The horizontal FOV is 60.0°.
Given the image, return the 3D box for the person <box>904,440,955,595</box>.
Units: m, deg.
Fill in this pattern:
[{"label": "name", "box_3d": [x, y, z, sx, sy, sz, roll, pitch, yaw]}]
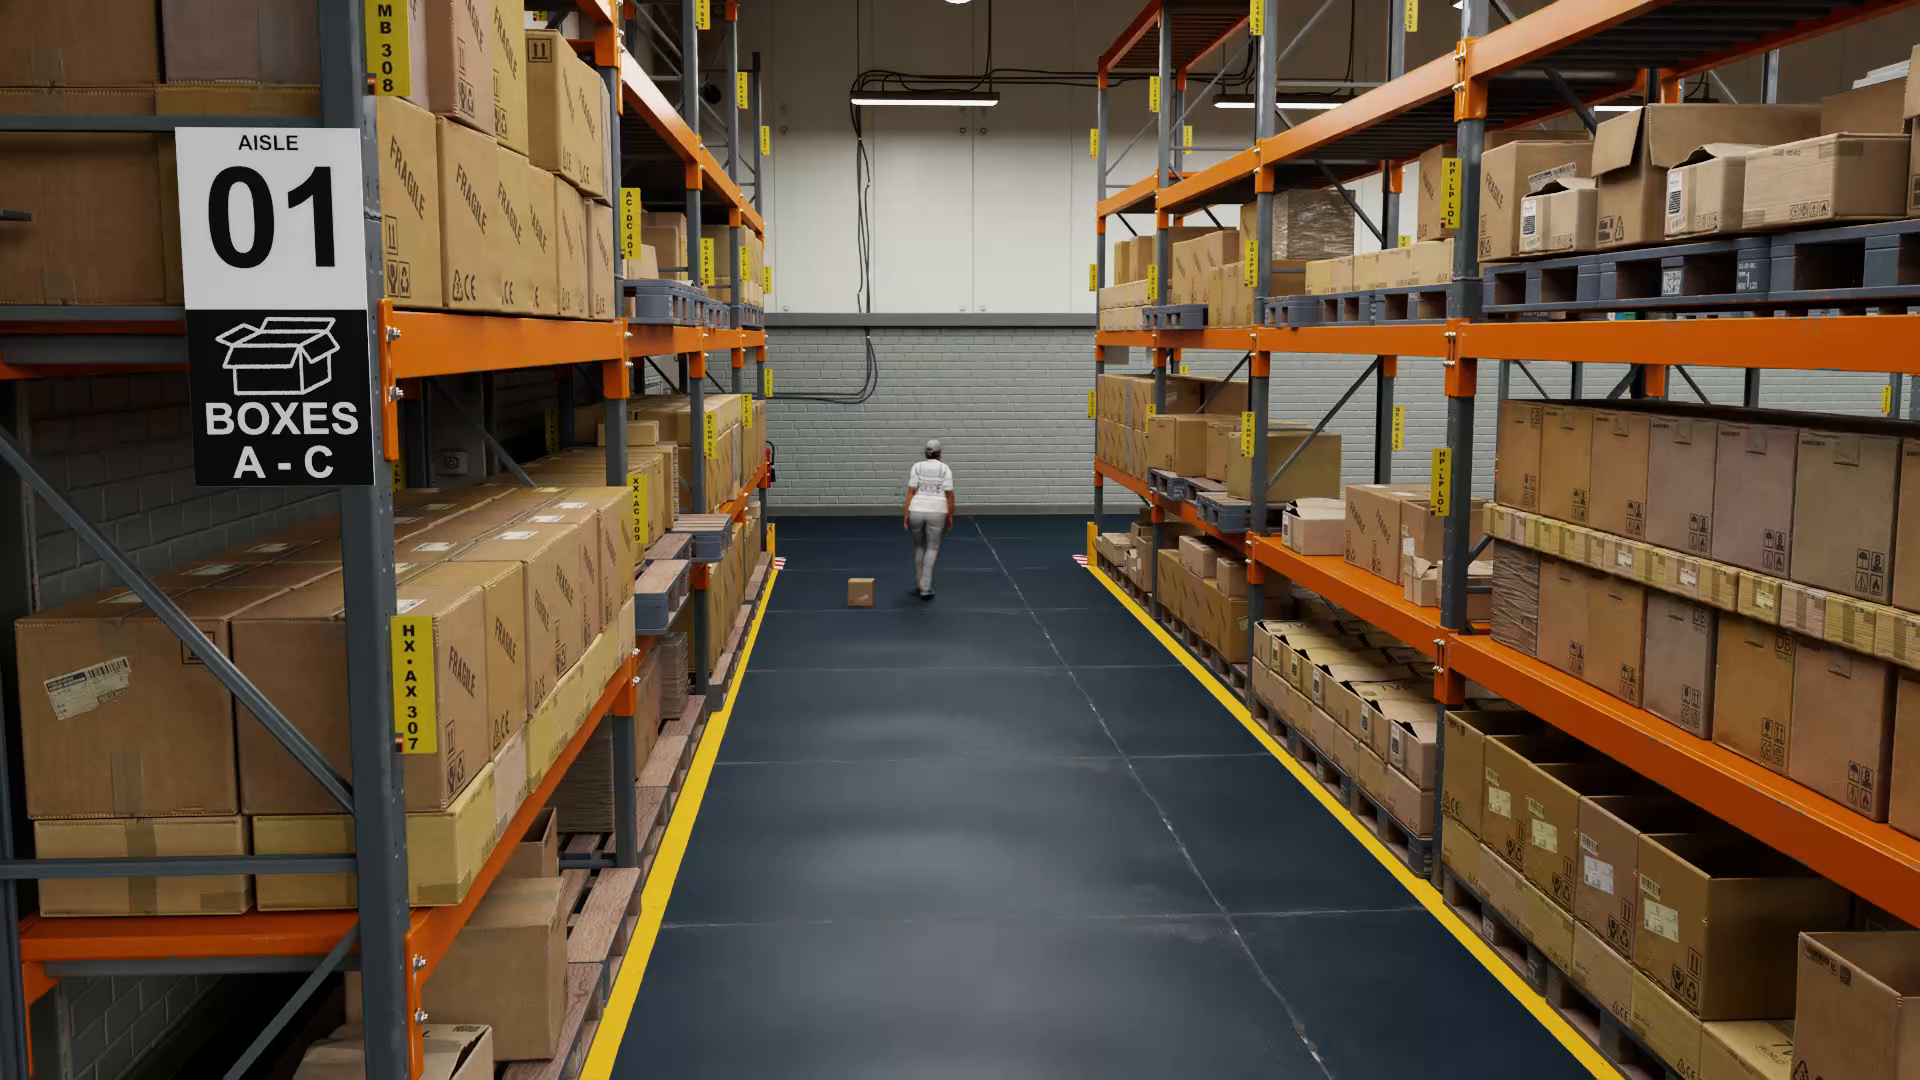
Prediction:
[{"label": "person", "box_3d": [-0.318, -0.213, 17.646, 0.507, 1.695, 0.652, 2, 7, 15]}]
